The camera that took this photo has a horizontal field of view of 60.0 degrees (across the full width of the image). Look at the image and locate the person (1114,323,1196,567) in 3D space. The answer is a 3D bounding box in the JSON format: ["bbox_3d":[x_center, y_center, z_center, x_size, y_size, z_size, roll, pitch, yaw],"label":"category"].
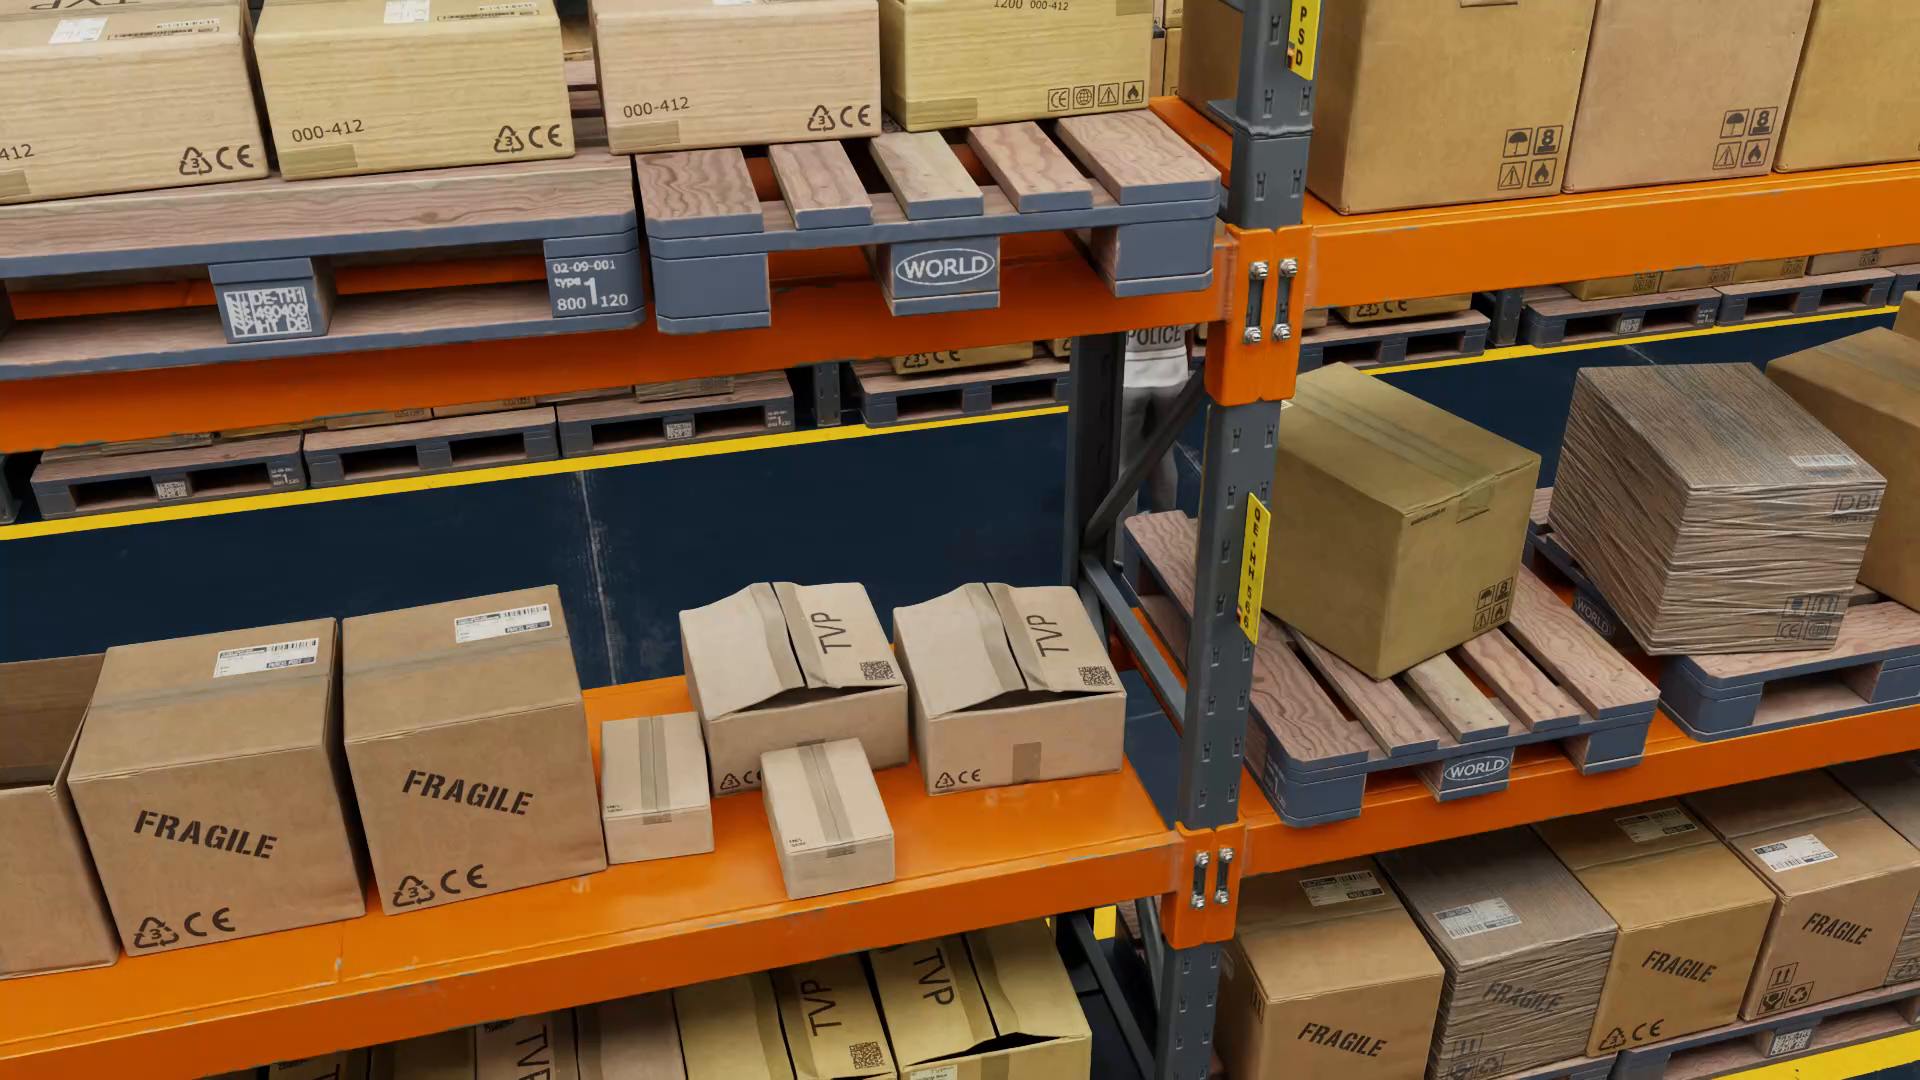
[{"bbox_3d":[0.792,-0.683,7.293,0.438,1.681,0.396,-7,31,-12],"label":"person"}]
